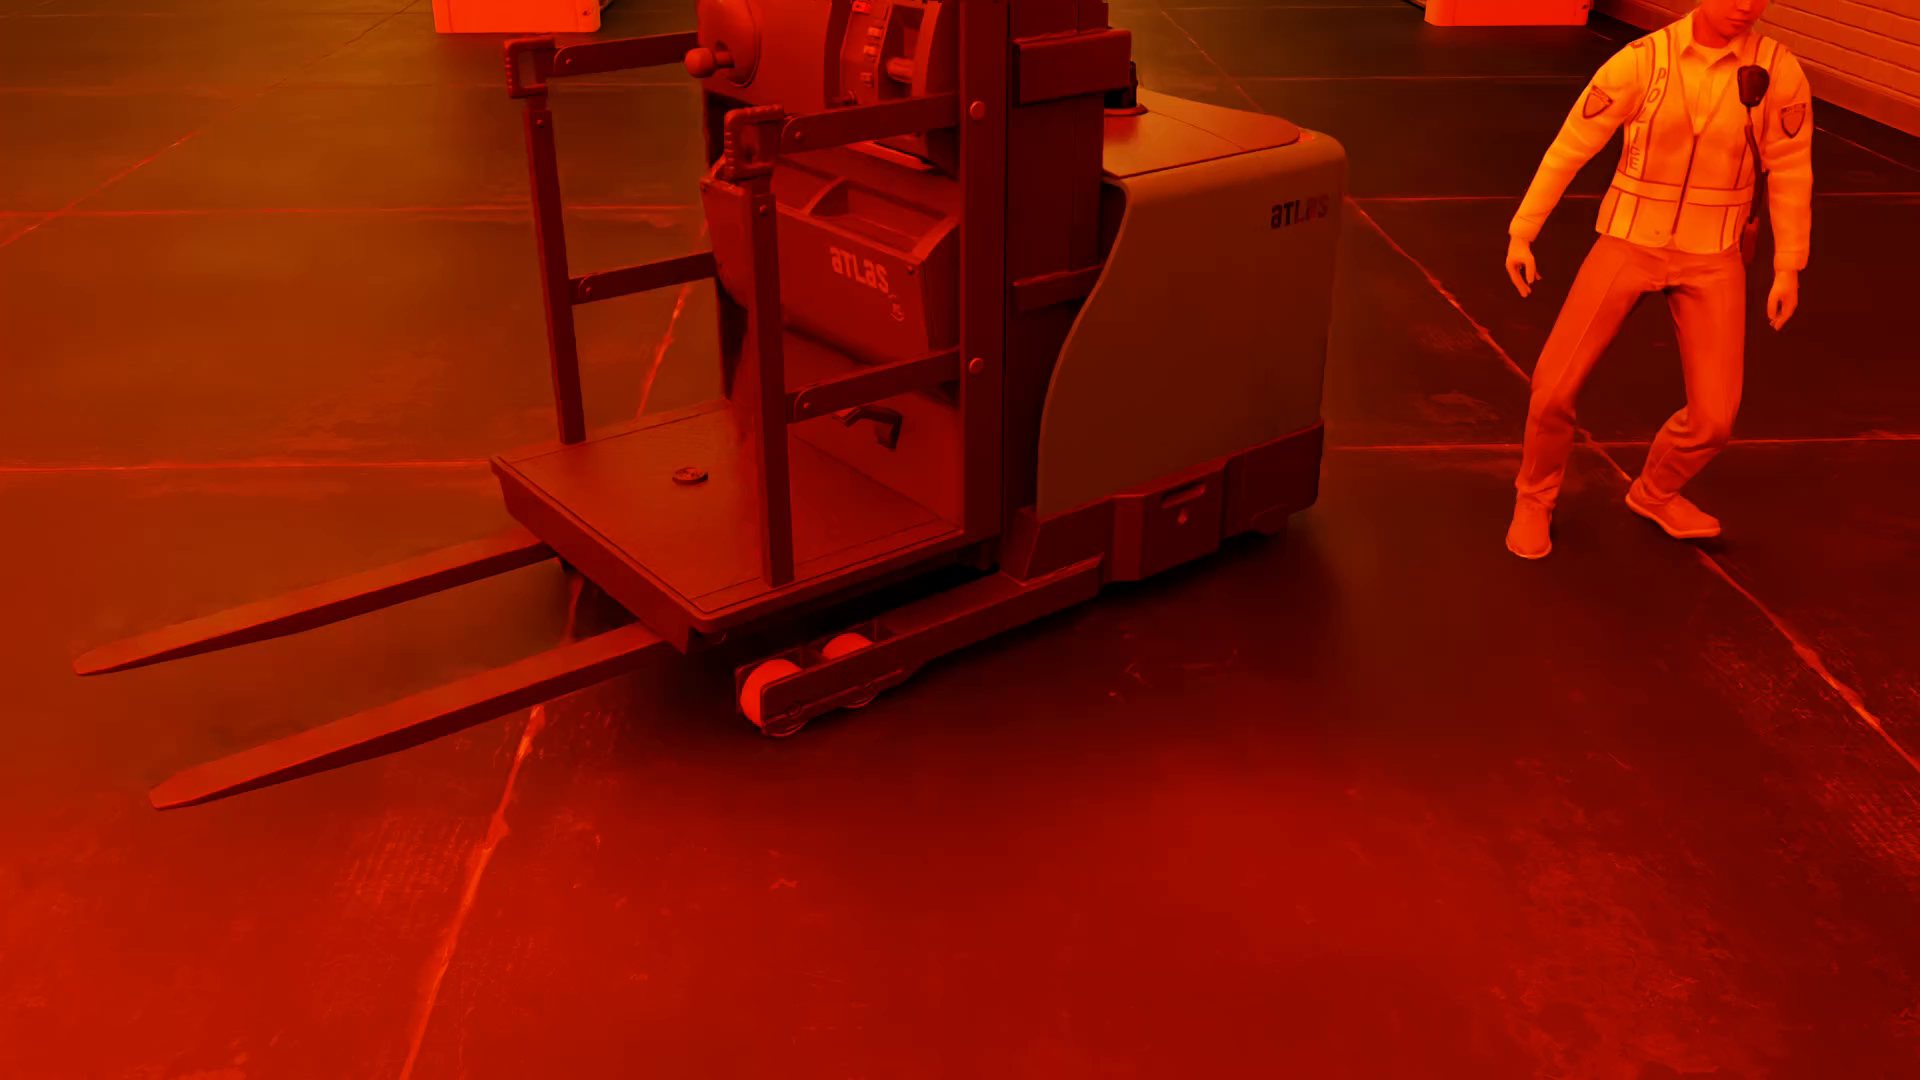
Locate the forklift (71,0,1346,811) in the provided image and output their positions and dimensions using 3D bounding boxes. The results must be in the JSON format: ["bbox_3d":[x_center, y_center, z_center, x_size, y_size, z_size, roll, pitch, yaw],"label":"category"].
[{"bbox_3d":[-0.480,-1.146,3.569,3.031,2.935,1.130,-19,32,-33],"label":"forklift"}]

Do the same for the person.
[{"bbox_3d":[1.759,-0.715,4.223,0.716,1.620,0.397,10,28,20],"label":"person"}]
